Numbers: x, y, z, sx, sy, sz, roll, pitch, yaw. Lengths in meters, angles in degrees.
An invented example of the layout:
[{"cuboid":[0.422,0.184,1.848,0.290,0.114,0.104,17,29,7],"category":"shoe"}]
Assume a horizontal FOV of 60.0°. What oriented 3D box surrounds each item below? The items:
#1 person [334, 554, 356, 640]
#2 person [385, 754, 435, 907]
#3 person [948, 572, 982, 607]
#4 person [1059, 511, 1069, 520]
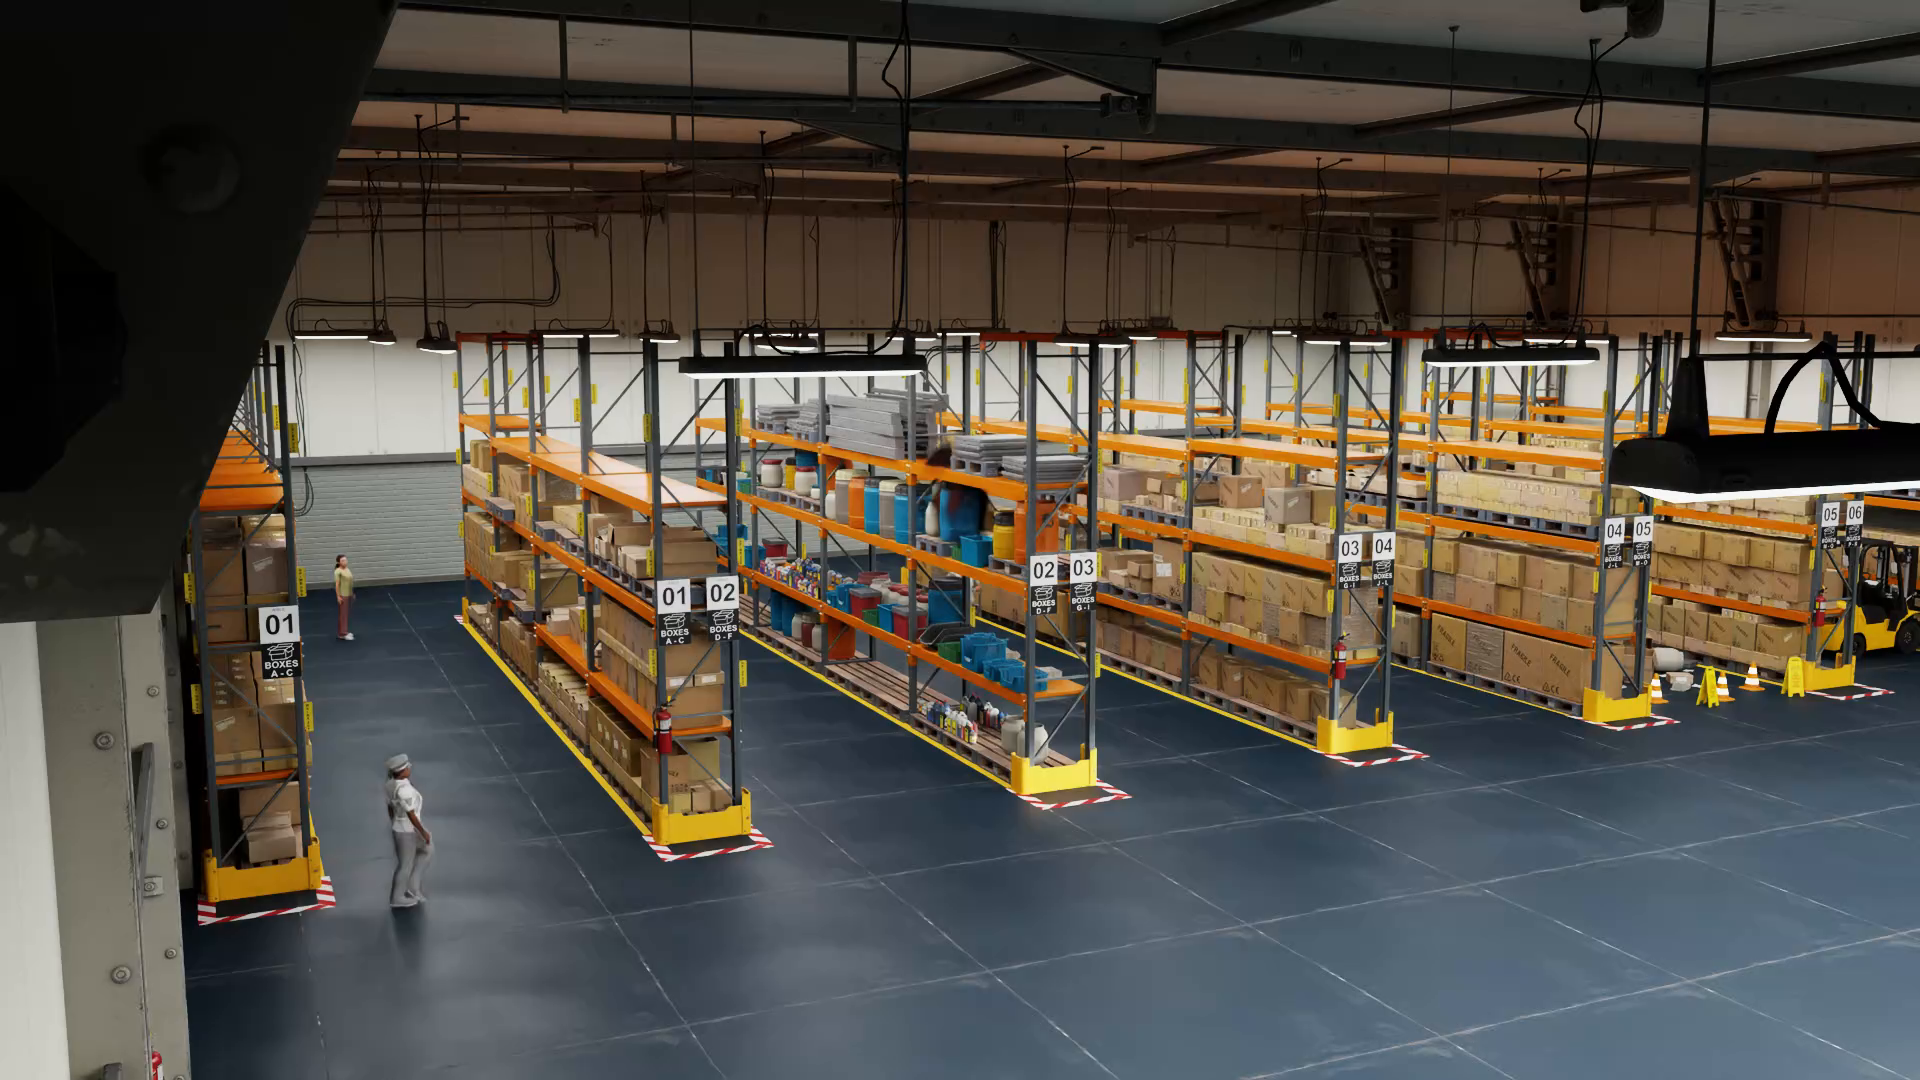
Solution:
[{"cuboid":[-12.106,1.114,32.672,0.379,1.680,0.505,0,8,-3],"category":"person"},{"cuboid":[-5.878,3.116,17.767,0.495,1.707,0.464,-2,8,-16],"category":"person"},{"cuboid":[0.089,1.218,31.485,0.621,1.857,0.790,-3,8,-18],"category":"person"},{"cuboid":[2.496,-0.056,41.261,0.444,1.682,0.476,7,10,41],"category":"person"}]
